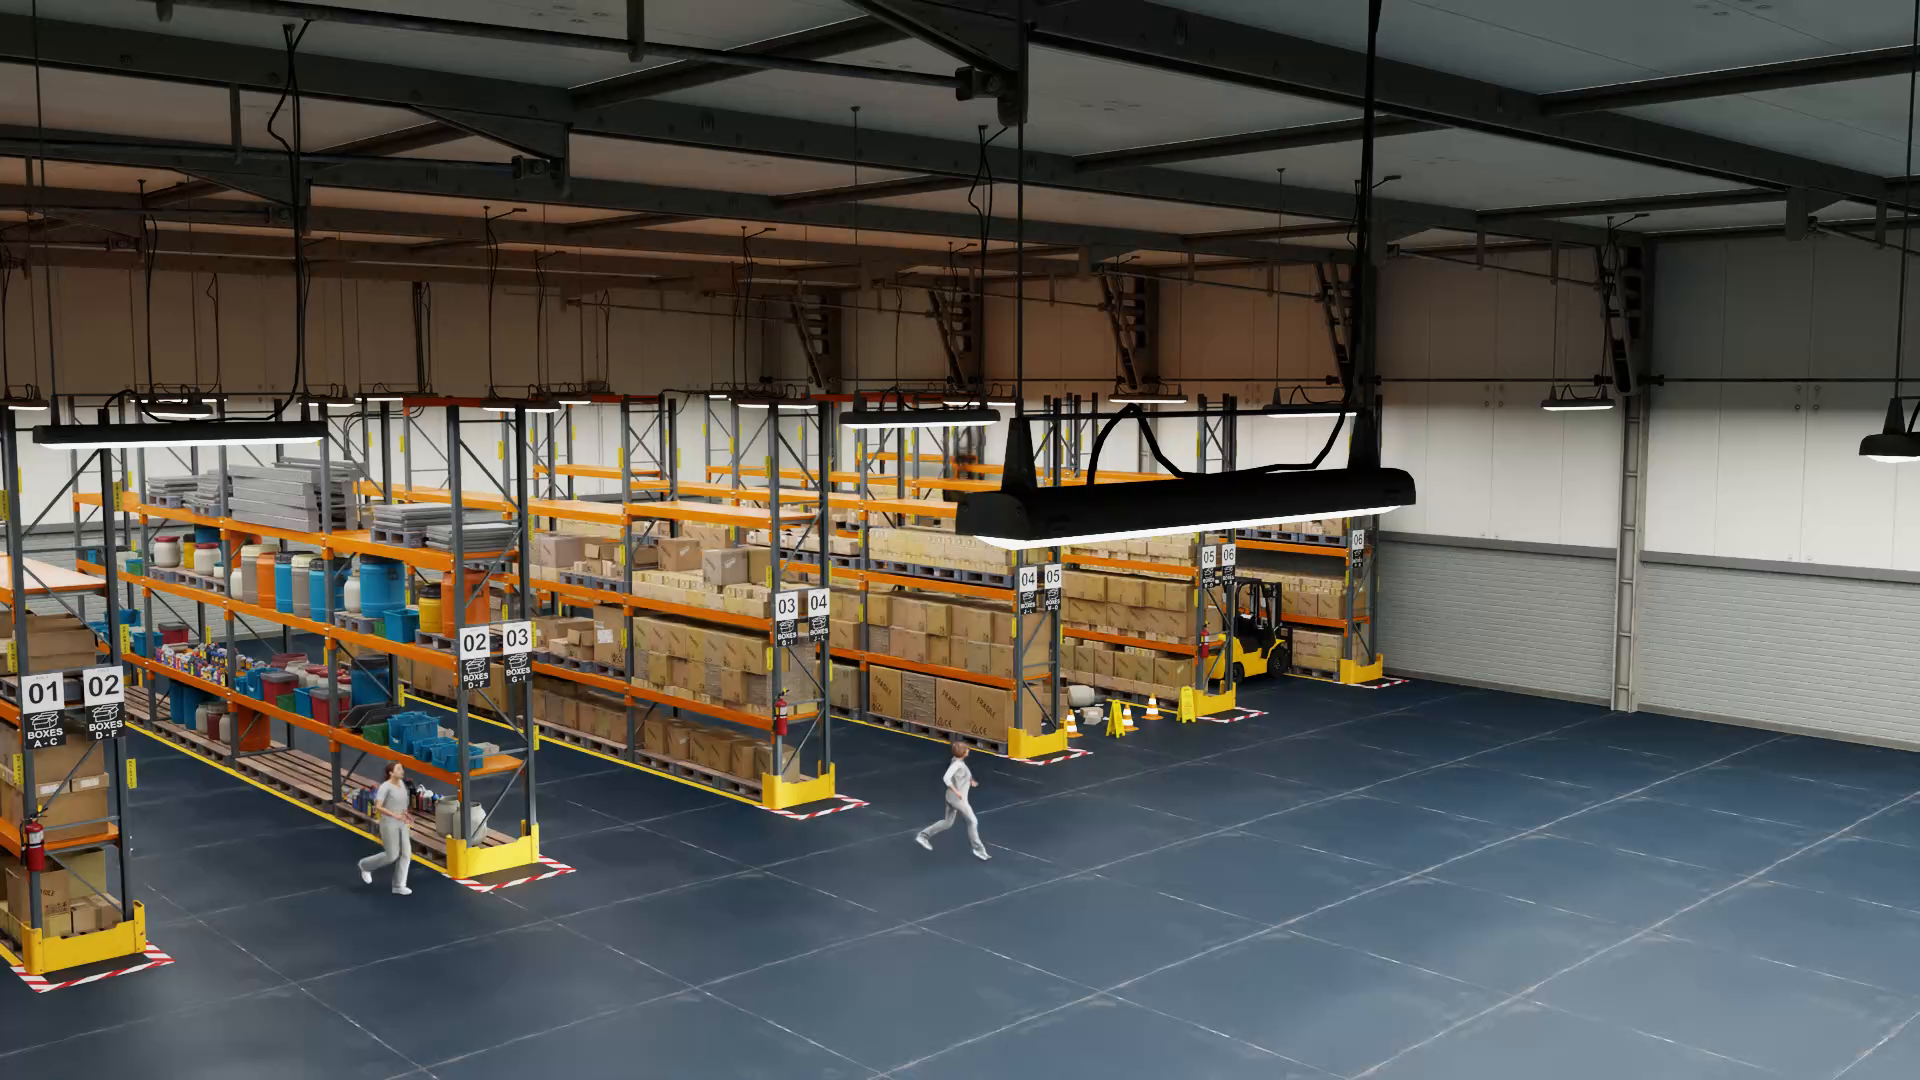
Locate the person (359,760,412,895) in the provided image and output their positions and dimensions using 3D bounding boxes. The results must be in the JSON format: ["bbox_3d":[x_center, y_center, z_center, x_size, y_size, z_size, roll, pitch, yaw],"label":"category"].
[{"bbox_3d":[-7.041,3.528,20.593,0.755,1.633,0.600,2,6,17],"label":"person"}]

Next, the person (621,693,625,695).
[{"bbox_3d":[-6.975,2.280,33.682,0.827,1.641,0.591,5,7,41],"label":"person"}]

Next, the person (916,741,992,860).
[{"bbox_3d":[-0.084,3.440,21.848,1.013,1.613,0.505,-2,6,-15],"label":"person"}]

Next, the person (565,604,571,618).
[{"bbox_3d":[-9.551,1.524,41.093,0.615,1.646,0.518,0,6,0],"label":"person"}]
